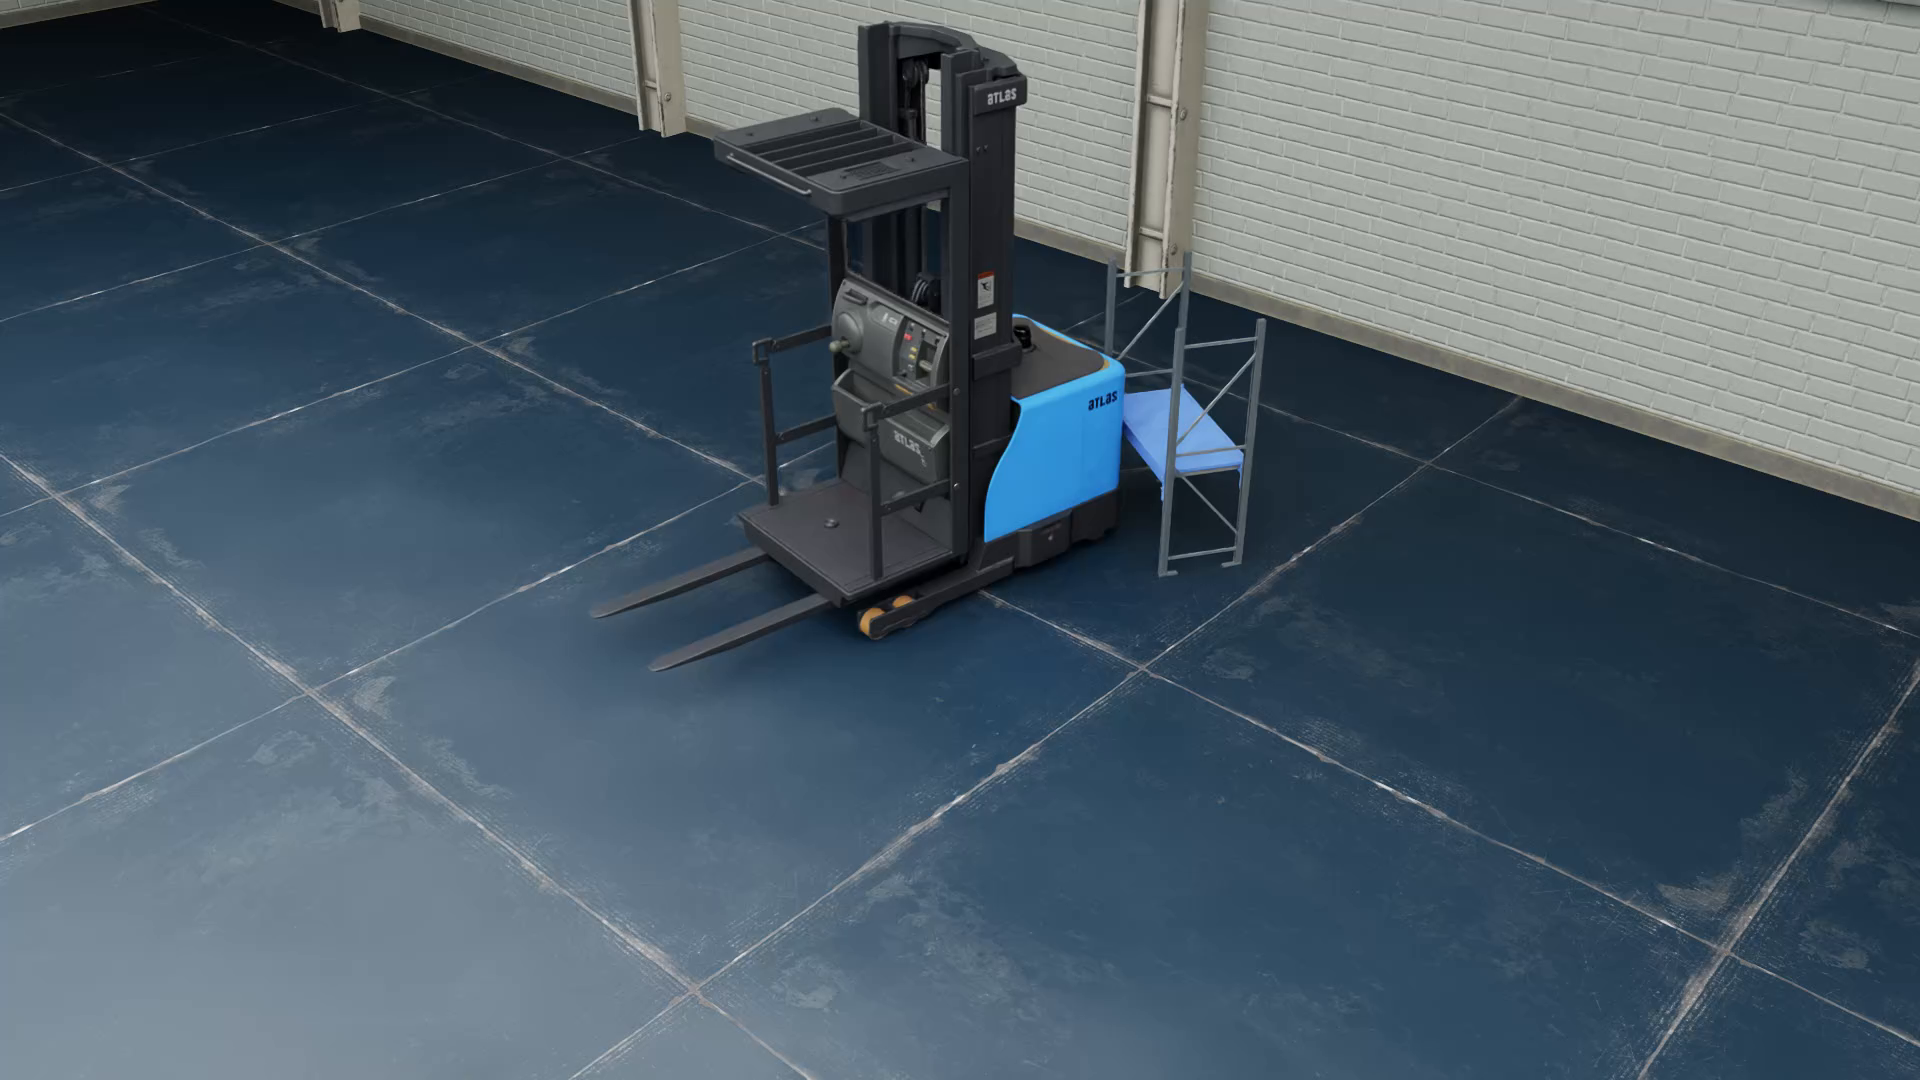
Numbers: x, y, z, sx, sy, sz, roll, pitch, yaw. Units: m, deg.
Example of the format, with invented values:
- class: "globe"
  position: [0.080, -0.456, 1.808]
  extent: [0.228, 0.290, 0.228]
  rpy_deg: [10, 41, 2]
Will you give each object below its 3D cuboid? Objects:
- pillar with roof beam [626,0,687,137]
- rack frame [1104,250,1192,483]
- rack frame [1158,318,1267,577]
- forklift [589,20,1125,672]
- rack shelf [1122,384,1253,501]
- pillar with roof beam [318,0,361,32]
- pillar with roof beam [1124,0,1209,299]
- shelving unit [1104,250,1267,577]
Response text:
- class: "pillar with roof beam"
  position: [-5.812, -6.260, 11.368]
  extent: [0.400, 9.000, 9.100]
  rpy_deg: [25, 39, 35]
- class: "rack frame"
  position: [1.088, -0.984, 9.875]
  extent: [0.500, 1.500, 0.032]
  rpy_deg: [-8, 32, -13]
- class: "rack frame"
  position: [1.359, -0.479, 9.035]
  extent: [0.500, 1.500, 0.032]
  rpy_deg: [-8, 32, -13]
- class: "forklift"
  position: [-0.534, -1.035, 8.573]
  extent: [3.031, 2.935, 1.130]
  rpy_deg: [-22, 38, -32]
- class: "rack shelf"
  position: [1.224, -0.577, 9.548]
  extent: [0.538, 0.185, 1.000]
  rpy_deg: [-8, 32, -13]
- class: "pillar with roof beam"
  position: [-10.261, -8.336, 14.817]
  extent: [0.400, 9.000, 9.100]
  rpy_deg: [25, 39, 35]
- class: "pillar with roof beam"
  position: [-1.364, -4.183, 7.918]
  extent: [0.400, 9.000, 9.100]
  rpy_deg: [25, 39, 35]
- class: "shelving unit"
  position: [1.224, -0.731, 9.455]
  extent: [0.538, 1.500, 1.048]
  rpy_deg: [-8, 32, -13]
